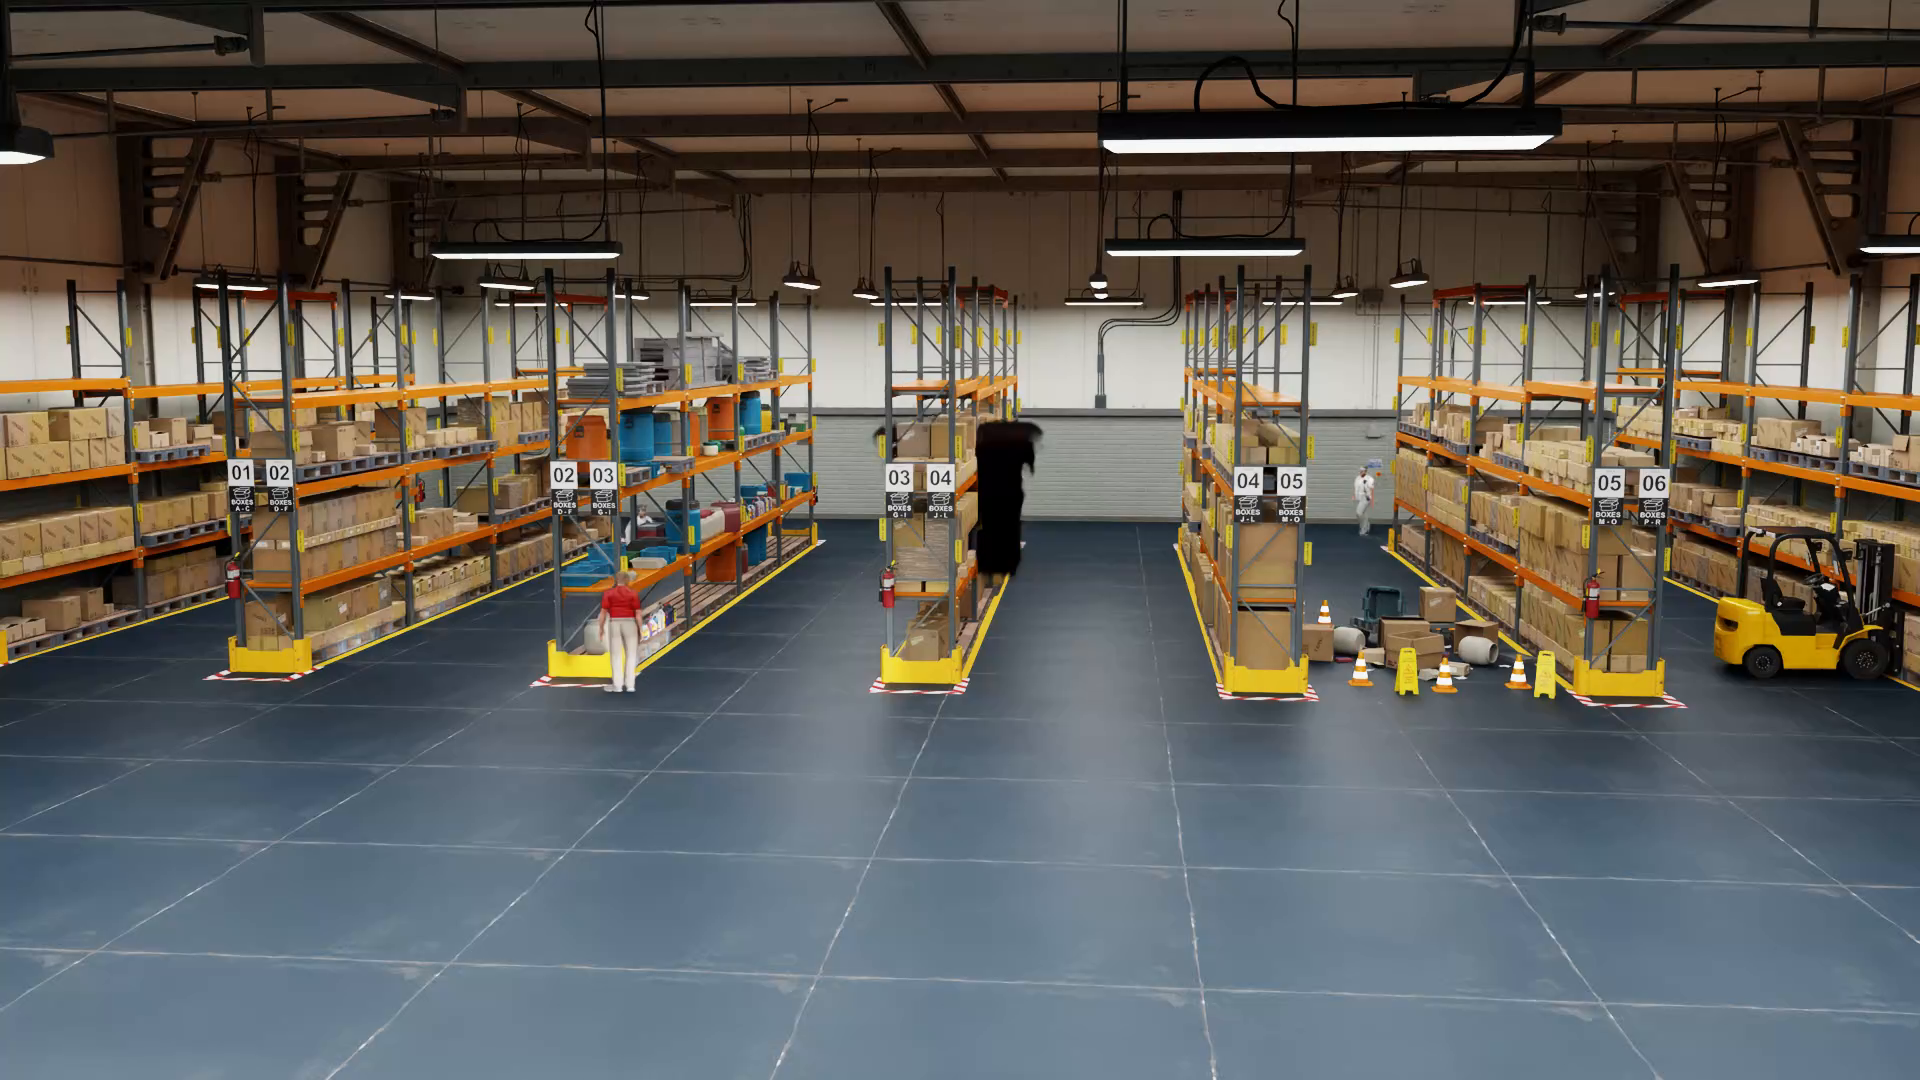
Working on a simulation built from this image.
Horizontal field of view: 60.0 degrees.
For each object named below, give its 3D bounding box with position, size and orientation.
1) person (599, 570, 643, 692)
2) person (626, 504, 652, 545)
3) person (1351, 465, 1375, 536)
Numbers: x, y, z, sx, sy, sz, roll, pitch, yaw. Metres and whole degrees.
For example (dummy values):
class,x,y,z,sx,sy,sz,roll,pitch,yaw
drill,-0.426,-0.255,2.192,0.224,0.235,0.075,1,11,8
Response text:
class,x,y,z,sx,sy,sz,roll,pitch,yaw
person,-4.807,1.305,23.565,0.632,1.765,0.421,0,7,-4
person,-6.521,0.093,33.913,0.604,1.686,0.908,1,7,6
person,10.230,-0.999,42.281,0.542,1.814,0.532,-2,7,-19
